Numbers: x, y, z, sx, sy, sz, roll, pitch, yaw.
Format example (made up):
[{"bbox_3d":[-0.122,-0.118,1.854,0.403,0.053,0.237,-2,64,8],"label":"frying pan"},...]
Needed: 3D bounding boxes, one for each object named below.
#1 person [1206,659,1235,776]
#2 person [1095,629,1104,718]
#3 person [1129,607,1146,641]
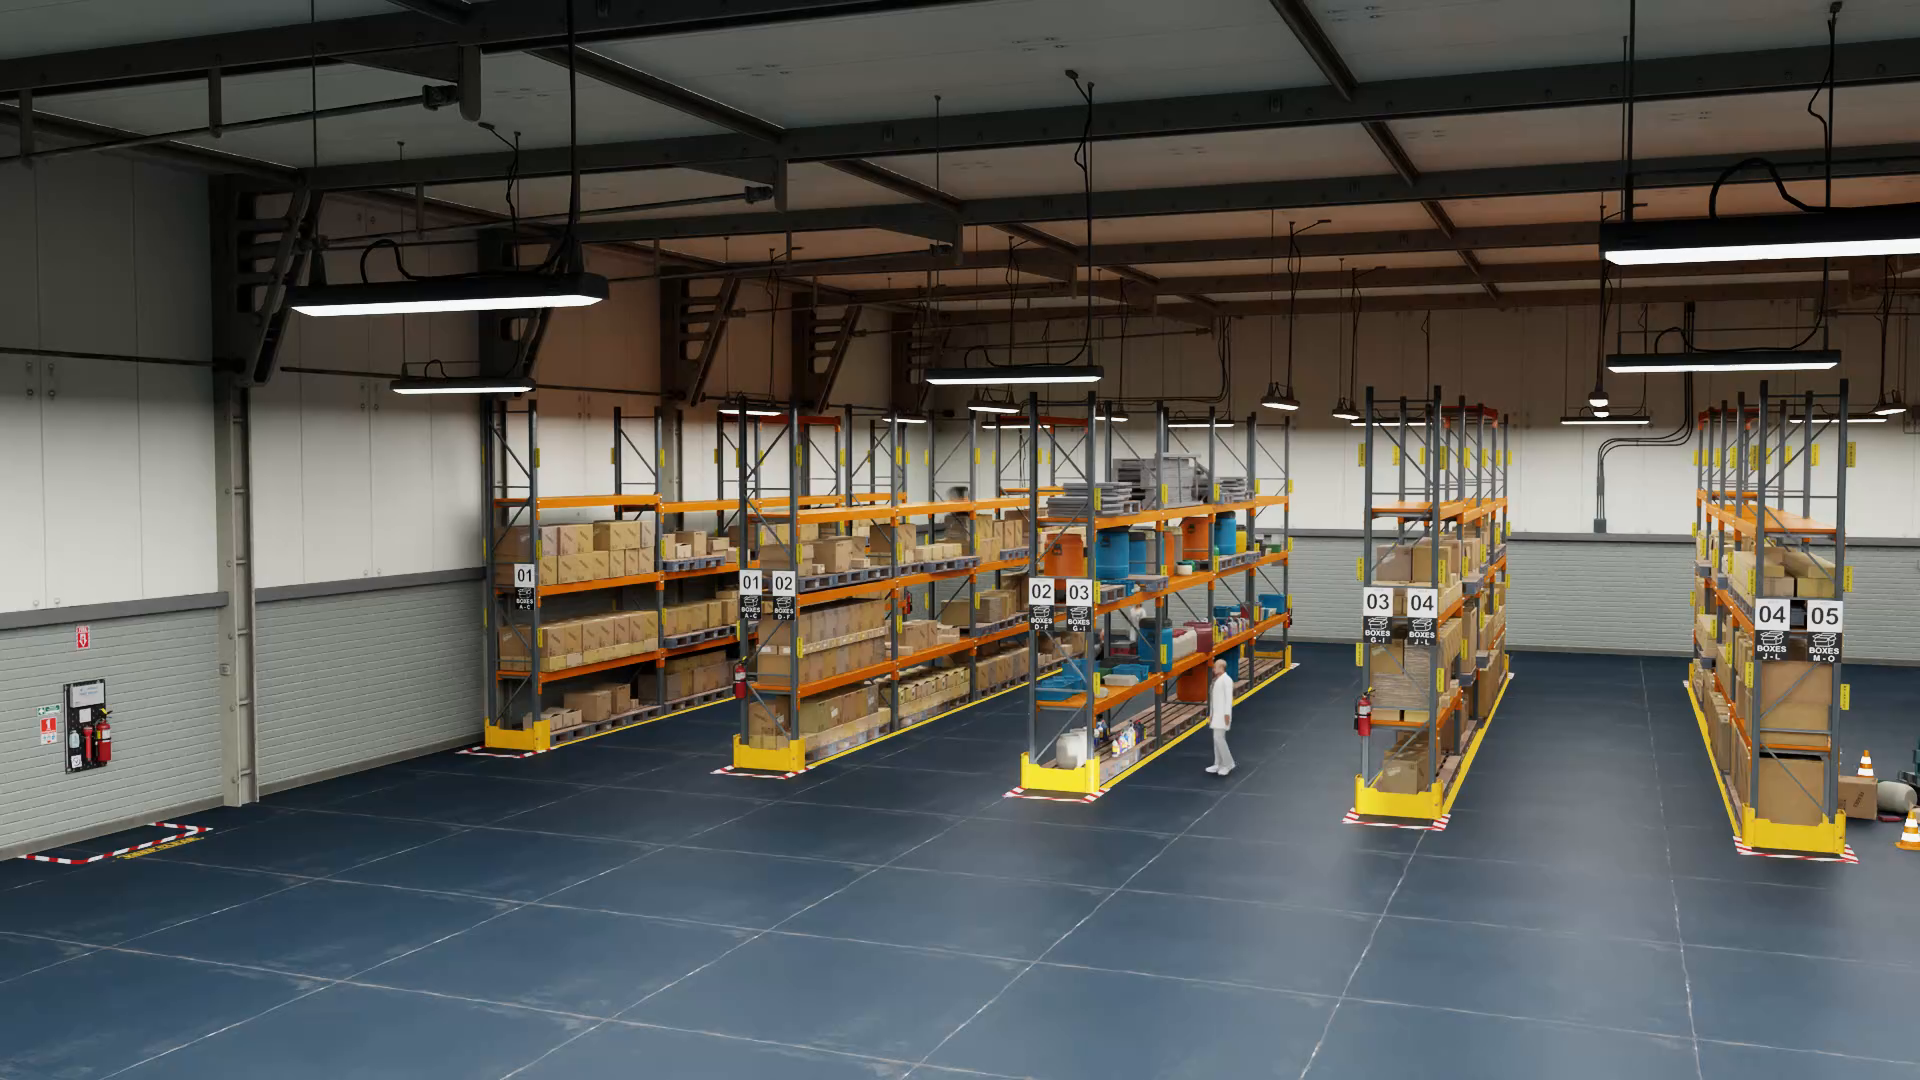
[{"bbox_3d":[4.125,2.911,26.475,0.446,1.614,0.642,0,3,-10],"label":"person"},{"bbox_3d":[2.709,2.595,32.028,0.590,1.778,0.551,-1,3,-17],"label":"person"},{"bbox_3d":[4.337,2.295,40.558,0.453,1.313,0.904,1,3,18],"label":"person"}]
